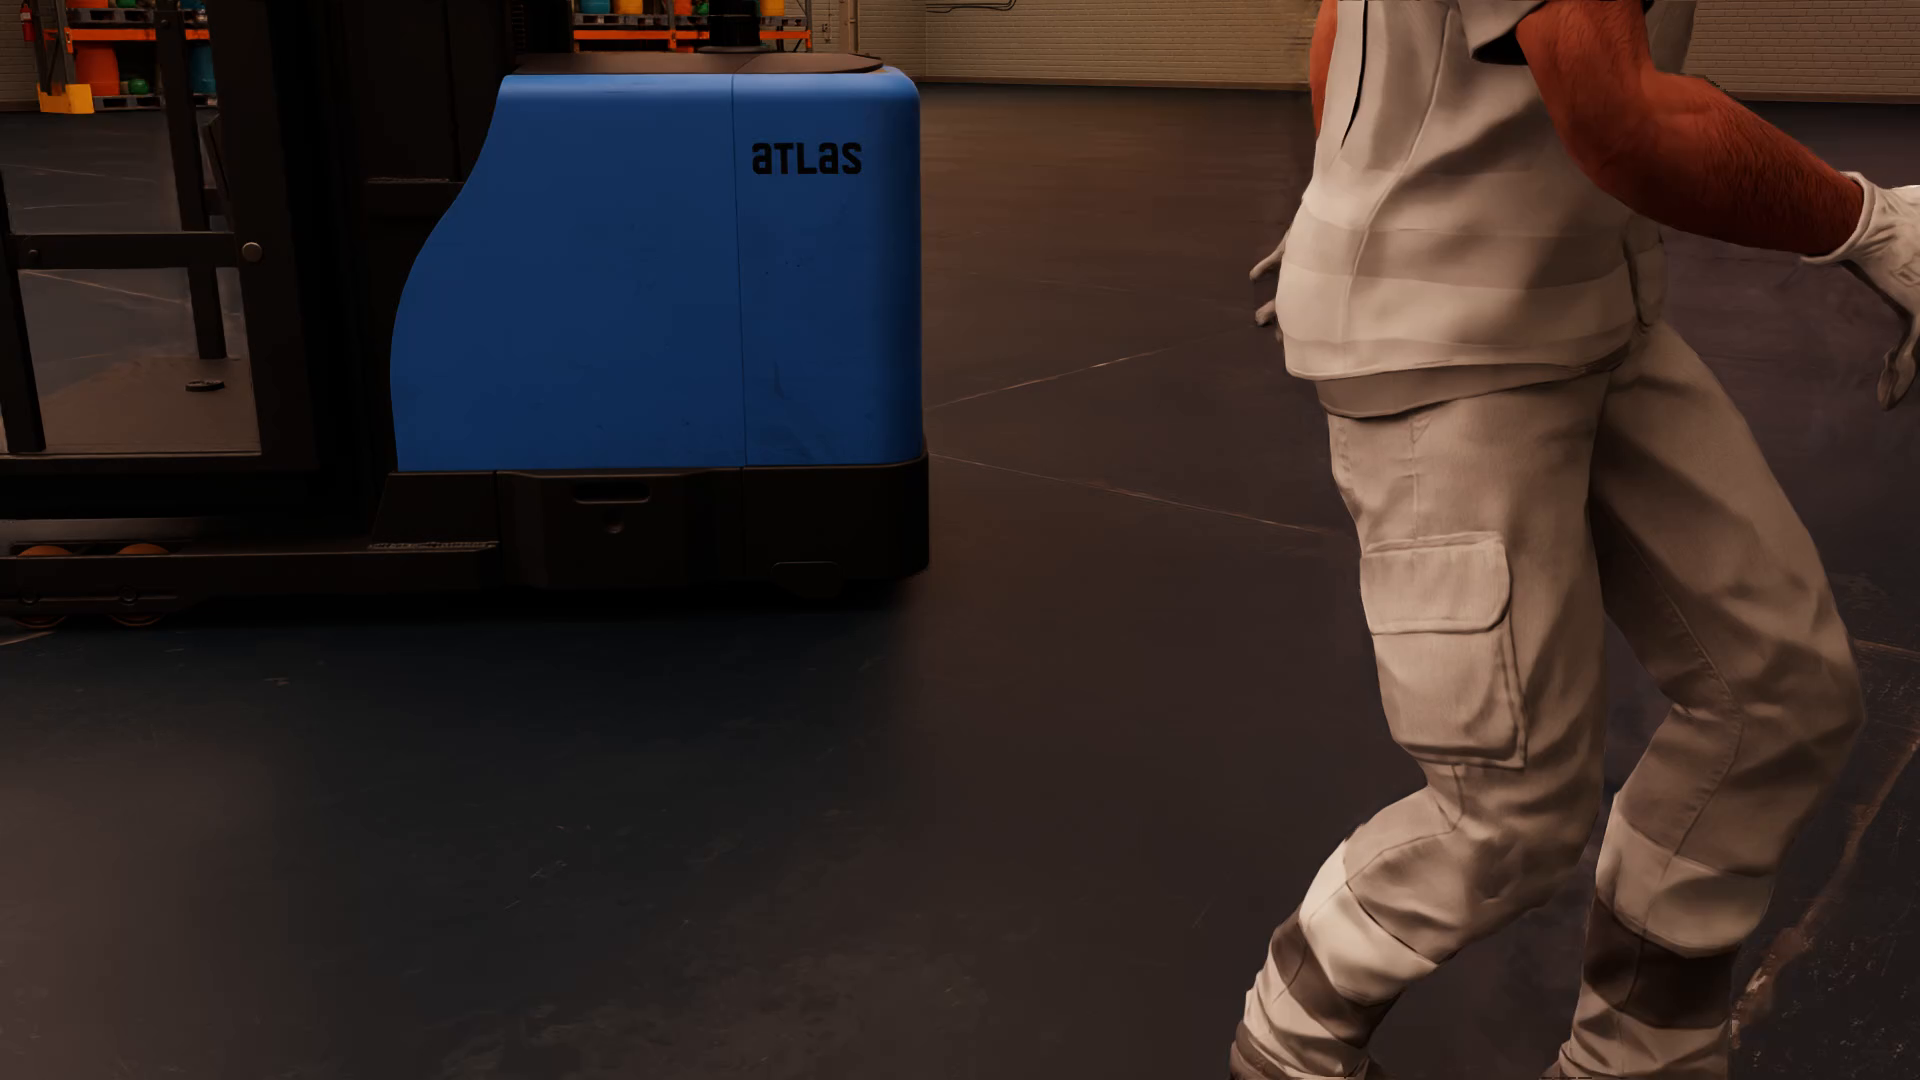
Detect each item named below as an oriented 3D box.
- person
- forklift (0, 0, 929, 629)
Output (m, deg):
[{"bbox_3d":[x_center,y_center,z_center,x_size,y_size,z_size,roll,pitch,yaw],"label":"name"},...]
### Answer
[{"bbox_3d":[0.500,-0.144,1.559,0.813,1.777,0.627,14,22,38],"label":"person"},{"bbox_3d":[-1.603,-1.381,3.446,3.031,2.935,1.130,-1,17,-3],"label":"forklift"}]
